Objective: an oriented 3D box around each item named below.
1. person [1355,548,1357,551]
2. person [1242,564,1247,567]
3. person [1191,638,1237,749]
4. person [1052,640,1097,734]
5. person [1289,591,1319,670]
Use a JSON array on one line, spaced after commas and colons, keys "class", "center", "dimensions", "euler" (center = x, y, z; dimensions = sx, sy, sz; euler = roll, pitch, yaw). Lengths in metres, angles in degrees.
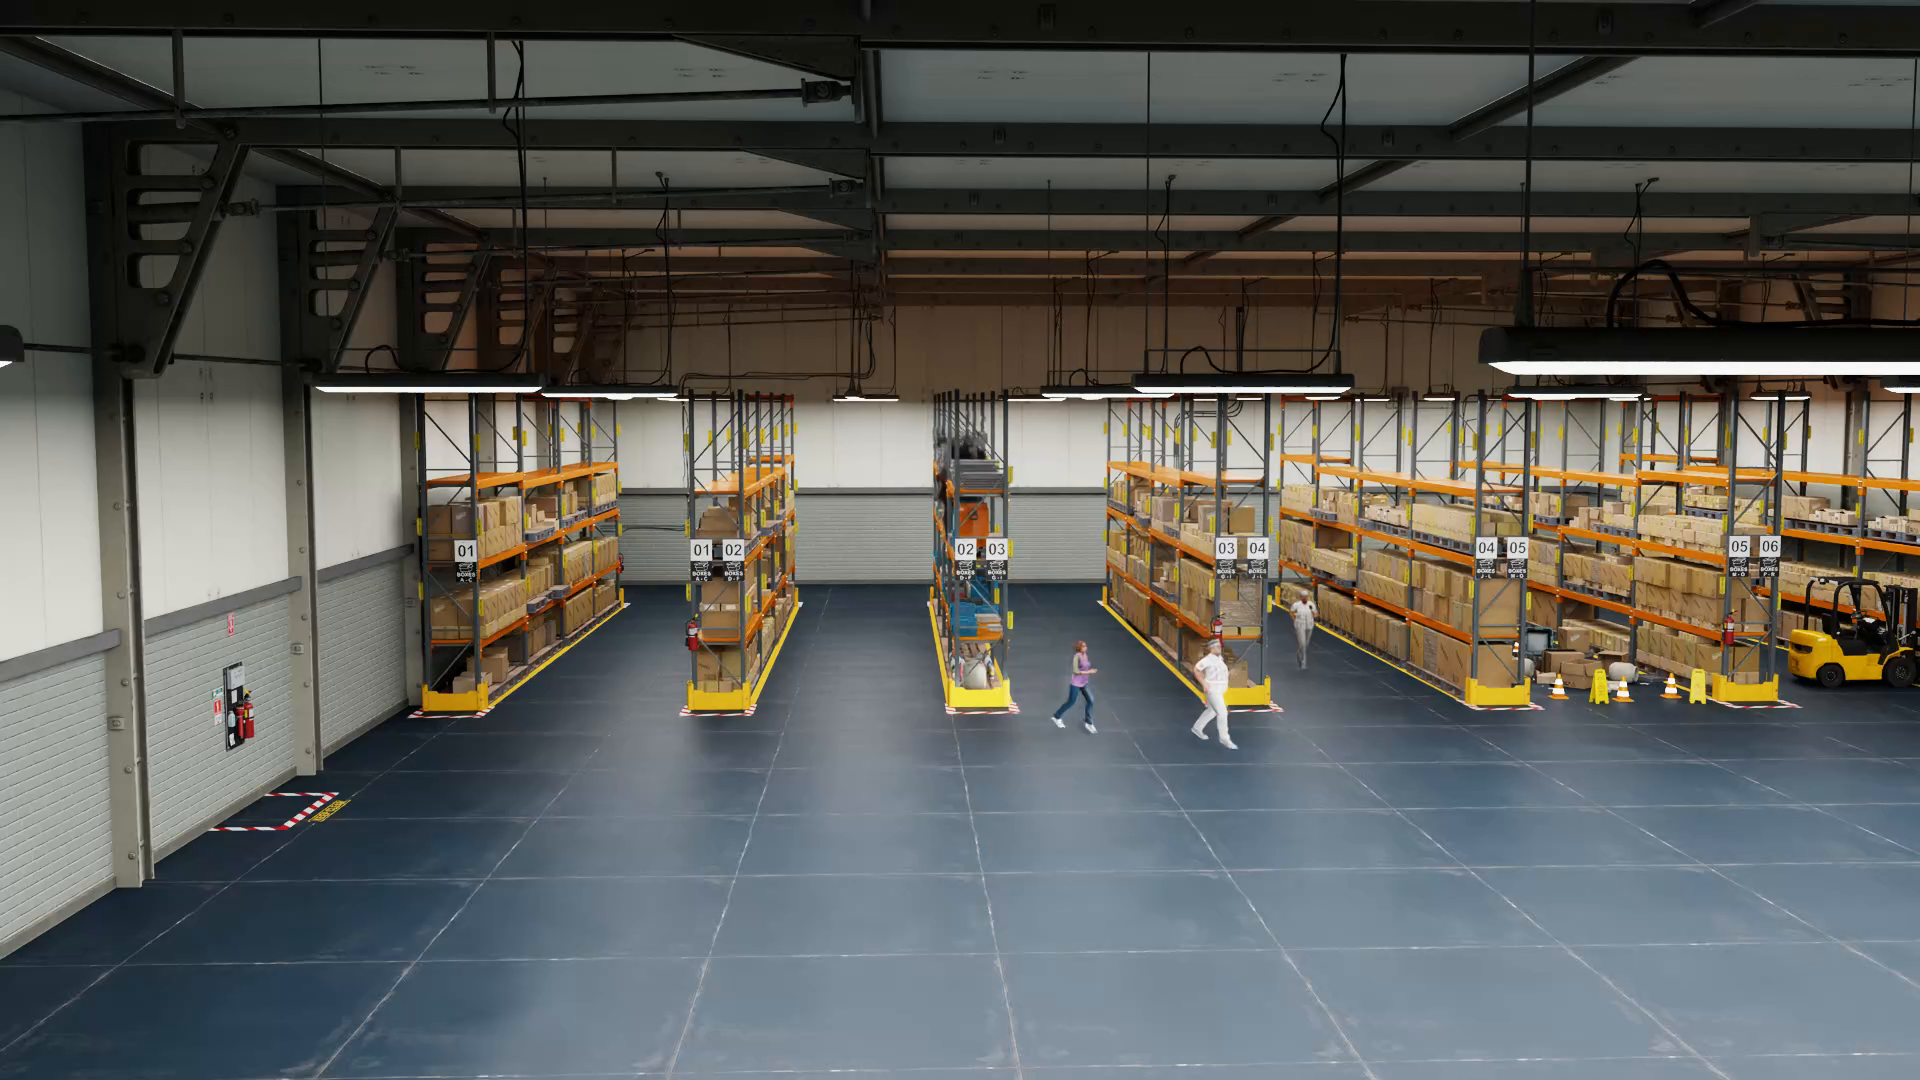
[{"class": "person", "center": [11.294, 1.039, 47.437], "dimensions": [0.556, 1.627, 0.549], "euler": [-2, 5, -18]}, {"class": "person", "center": [7.903, 0.993, 46.478], "dimensions": [0.703, 1.647, 0.820], "euler": [1, 5, 8]}, {"class": "person", "center": [4.281, 2.552, 27.920], "dimensions": [0.864, 1.823, 0.649], "euler": [3, 5, 29]}, {"class": "person", "center": [2.042, 2.556, 29.078], "dimensions": [0.846, 1.634, 0.547], "euler": [3, 6, 35]}, {"class": "person", "center": [7.510, 1.946, 36.232], "dimensions": [0.583, 1.712, 0.842], "euler": [-1, 5, -7]}]
